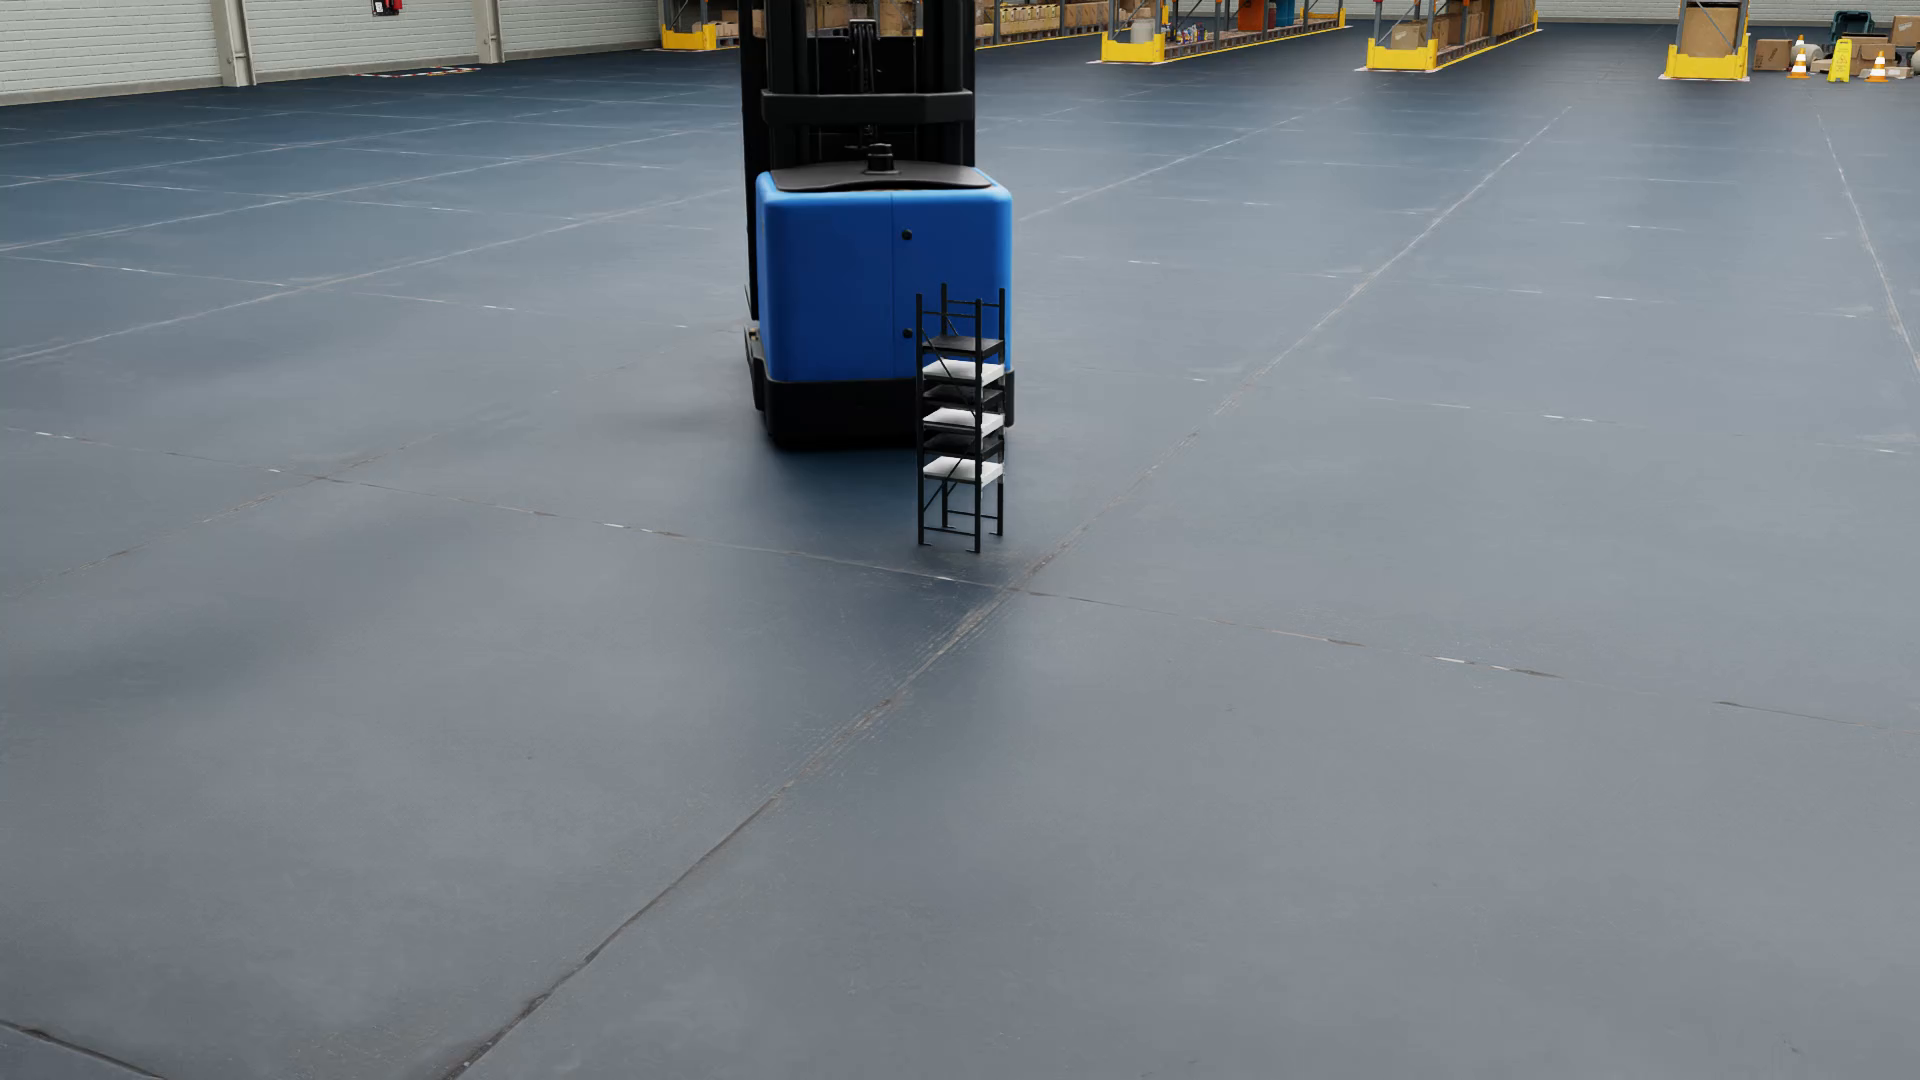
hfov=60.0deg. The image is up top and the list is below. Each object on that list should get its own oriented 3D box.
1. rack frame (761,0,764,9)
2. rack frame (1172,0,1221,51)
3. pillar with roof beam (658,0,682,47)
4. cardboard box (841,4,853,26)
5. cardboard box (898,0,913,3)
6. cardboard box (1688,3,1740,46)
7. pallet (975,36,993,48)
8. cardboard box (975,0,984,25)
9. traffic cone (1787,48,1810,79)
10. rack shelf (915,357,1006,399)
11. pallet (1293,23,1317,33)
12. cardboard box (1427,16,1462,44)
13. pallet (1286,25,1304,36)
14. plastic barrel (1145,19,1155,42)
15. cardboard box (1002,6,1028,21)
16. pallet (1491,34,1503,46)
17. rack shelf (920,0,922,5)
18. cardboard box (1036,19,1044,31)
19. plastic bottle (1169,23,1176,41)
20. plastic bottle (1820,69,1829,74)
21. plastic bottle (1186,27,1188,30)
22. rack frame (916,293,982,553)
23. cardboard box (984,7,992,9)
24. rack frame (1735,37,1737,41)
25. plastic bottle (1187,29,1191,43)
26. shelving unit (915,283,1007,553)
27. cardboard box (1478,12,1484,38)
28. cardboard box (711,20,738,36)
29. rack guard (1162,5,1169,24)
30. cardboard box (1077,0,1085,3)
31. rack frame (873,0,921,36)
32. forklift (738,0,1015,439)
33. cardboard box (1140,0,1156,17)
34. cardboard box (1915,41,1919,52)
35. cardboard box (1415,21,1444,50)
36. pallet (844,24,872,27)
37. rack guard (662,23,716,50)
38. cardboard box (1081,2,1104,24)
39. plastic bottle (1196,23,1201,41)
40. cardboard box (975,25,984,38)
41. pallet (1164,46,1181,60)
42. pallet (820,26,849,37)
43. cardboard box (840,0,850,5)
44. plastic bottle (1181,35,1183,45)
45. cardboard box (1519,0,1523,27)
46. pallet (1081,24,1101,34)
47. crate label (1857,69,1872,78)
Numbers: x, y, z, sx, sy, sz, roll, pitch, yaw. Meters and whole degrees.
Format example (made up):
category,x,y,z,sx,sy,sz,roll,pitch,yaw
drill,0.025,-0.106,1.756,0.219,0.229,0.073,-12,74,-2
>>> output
category,x,y,z,sx,sy,sz,roll,pitch,yaw
rack frame,-4.127,-13.026,38.120,1.000,3.000,0.127,9,21,23
rack frame,4.911,-11.667,34.297,1.000,3.000,0.127,9,21,23
pillar with roof beam,-2.340,-14.372,32.950,9.100,9.000,0.400,9,21,23
cardboard box,-3.054,-12.910,40.866,0.700,0.500,0.500,9,21,23
cardboard box,-1.704,-13.907,43.180,0.750,0.750,0.750,8,21,22
cardboard box,13.226,-9.014,29.381,0.875,0.875,0.875,9,21,23
pallet,0.030,-10.796,36.011,1.003,0.211,1.213,9,21,23
cardboard box,0.188,-11.280,35.568,0.500,0.500,0.500,9,21,23
traffic cone,13.788,-7.825,27.281,0.336,0.463,0.334,9,21,23
rack shelf,0.003,-0.565,5.776,0.258,0.077,0.200,9,21,23
pallet,8.453,-13.028,42.288,1.003,0.211,1.213,9,21,23
cardboard box,9.701,-10.201,33.251,0.700,0.500,0.500,7,21,19
pallet,7.833,-12.568,40.994,1.003,0.211,1.213,9,21,23
plastic barrel,3.678,-9.834,32.231,0.421,0.512,0.421,0,20,0
cardboard box,1.211,-11.917,37.641,0.500,0.311,0.500,8,21,21
pallet,11.459,-11.127,36.940,1.003,0.211,1.213,9,21,23
rack shelf,-0.426,-11.397,34.613,1.077,0.370,4.000,9,21,23
cardboard box,1.622,-11.967,38.618,0.500,0.250,0.500,9,22,24
plastic bottle,4.333,-10.416,34.078,0.144,0.351,0.185,9,21,23
plastic bottle,14.725,-7.974,28.298,0.133,0.061,0.283,1,20,4
plastic bottle,4.595,-10.206,33.589,0.061,0.283,0.133,9,21,23
rack frame,-0.038,-0.395,5.738,0.240,0.900,0.006,9,21,23
cardboard box,0.505,-11.837,37.416,0.500,0.311,0.500,9,22,24
rack frame,13.913,-10.276,30.386,1.000,3.000,0.127,9,21,23
plastic bottle,4.564,-10.074,33.235,0.097,0.271,0.097,0,20,0
shelving unit,0.003,-0.426,5.825,0.258,0.900,0.210,9,21,23
cardboard box,10.811,-11.032,35.586,0.700,0.500,0.500,7,21,20
cardboard box,-5.166,-11.117,36.108,0.500,0.311,0.500,11,22,27
rack guard,5.276,-14.815,46.880,1.175,0.500,0.348,9,21,23
cardboard box,2.840,-13.756,42.126,0.500,0.250,0.500,9,21,23
rack frame,-1.245,-11.125,32.773,1.000,3.000,0.127,9,21,23
forklift,-0.512,-2.260,7.949,1.130,2.935,3.031,-3,20,-9
cardboard box,5.309,-14.845,46.309,0.500,0.500,0.500,9,21,23
cardboard box,16.790,-8.310,28.585,0.500,0.500,0.500,-9,22,-24
cardboard box,8.819,-9.514,31.347,0.500,0.500,0.500,7,21,18
pallet,-2.811,-12.696,41.354,1.003,0.211,1.213,9,21,23
rack guard,-5.734,-10.649,35.165,1.175,0.500,0.348,9,21,23
cardboard box,3.313,-13.329,42.046,0.500,0.500,0.500,9,21,23
plastic bottle,4.832,-10.331,33.838,0.144,0.351,0.185,7,21,20
cardboard box,0.189,-10.926,35.693,0.500,0.250,0.500,9,21,23
pallet,3.599,-9.407,32.106,1.003,0.211,1.213,9,21,23
pallet,-3.312,-12.325,40.309,1.003,0.211,1.213,9,21,23
cardboard box,-3.027,-13.239,40.673,0.500,0.250,0.500,9,21,24
plastic bottle,4.342,-9.876,32.781,0.097,0.201,0.097,0,20,0
cardboard box,13.049,-12.820,40.085,0.875,0.875,0.875,9,21,23
pallet,2.873,-12.851,41.789,1.003,0.211,1.213,9,21,23
crate label,14.945,-7.661,27.307,0.250,0.136,0.298,-2,20,-5
